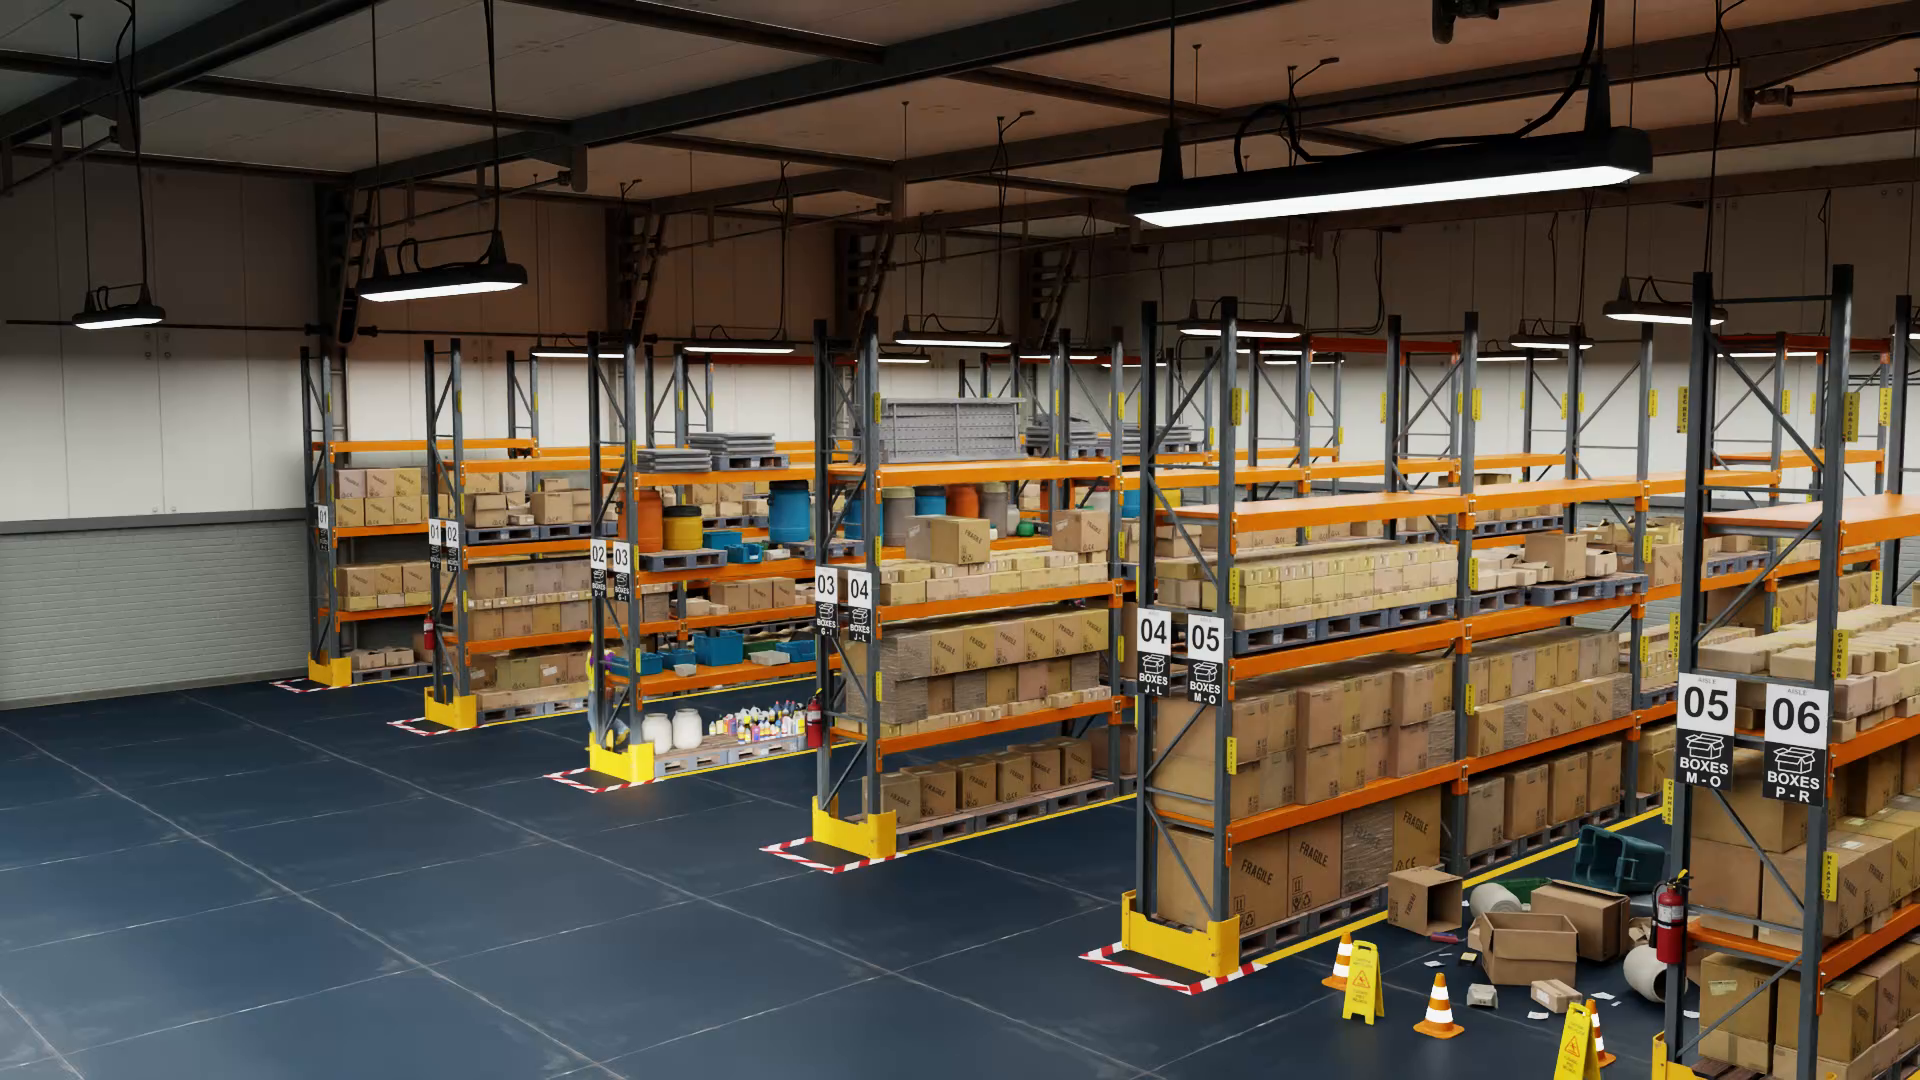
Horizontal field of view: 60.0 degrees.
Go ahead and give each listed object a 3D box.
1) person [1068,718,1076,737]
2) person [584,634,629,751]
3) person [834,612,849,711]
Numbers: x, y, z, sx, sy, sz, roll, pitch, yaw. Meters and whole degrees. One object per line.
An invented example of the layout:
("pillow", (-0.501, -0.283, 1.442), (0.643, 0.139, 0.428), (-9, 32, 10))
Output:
("person", (1.540, 2.274, 23.438), (0.531, 1.742, 0.556), (3, 6, 31))
("person", (-5.151, 2.178, 24.171), (0.630, 1.742, 0.667), (3, 6, 31))
("person", (-1.726, 1.943, 26.650), (0.569, 1.706, 1.037), (-4, 6, -36))
